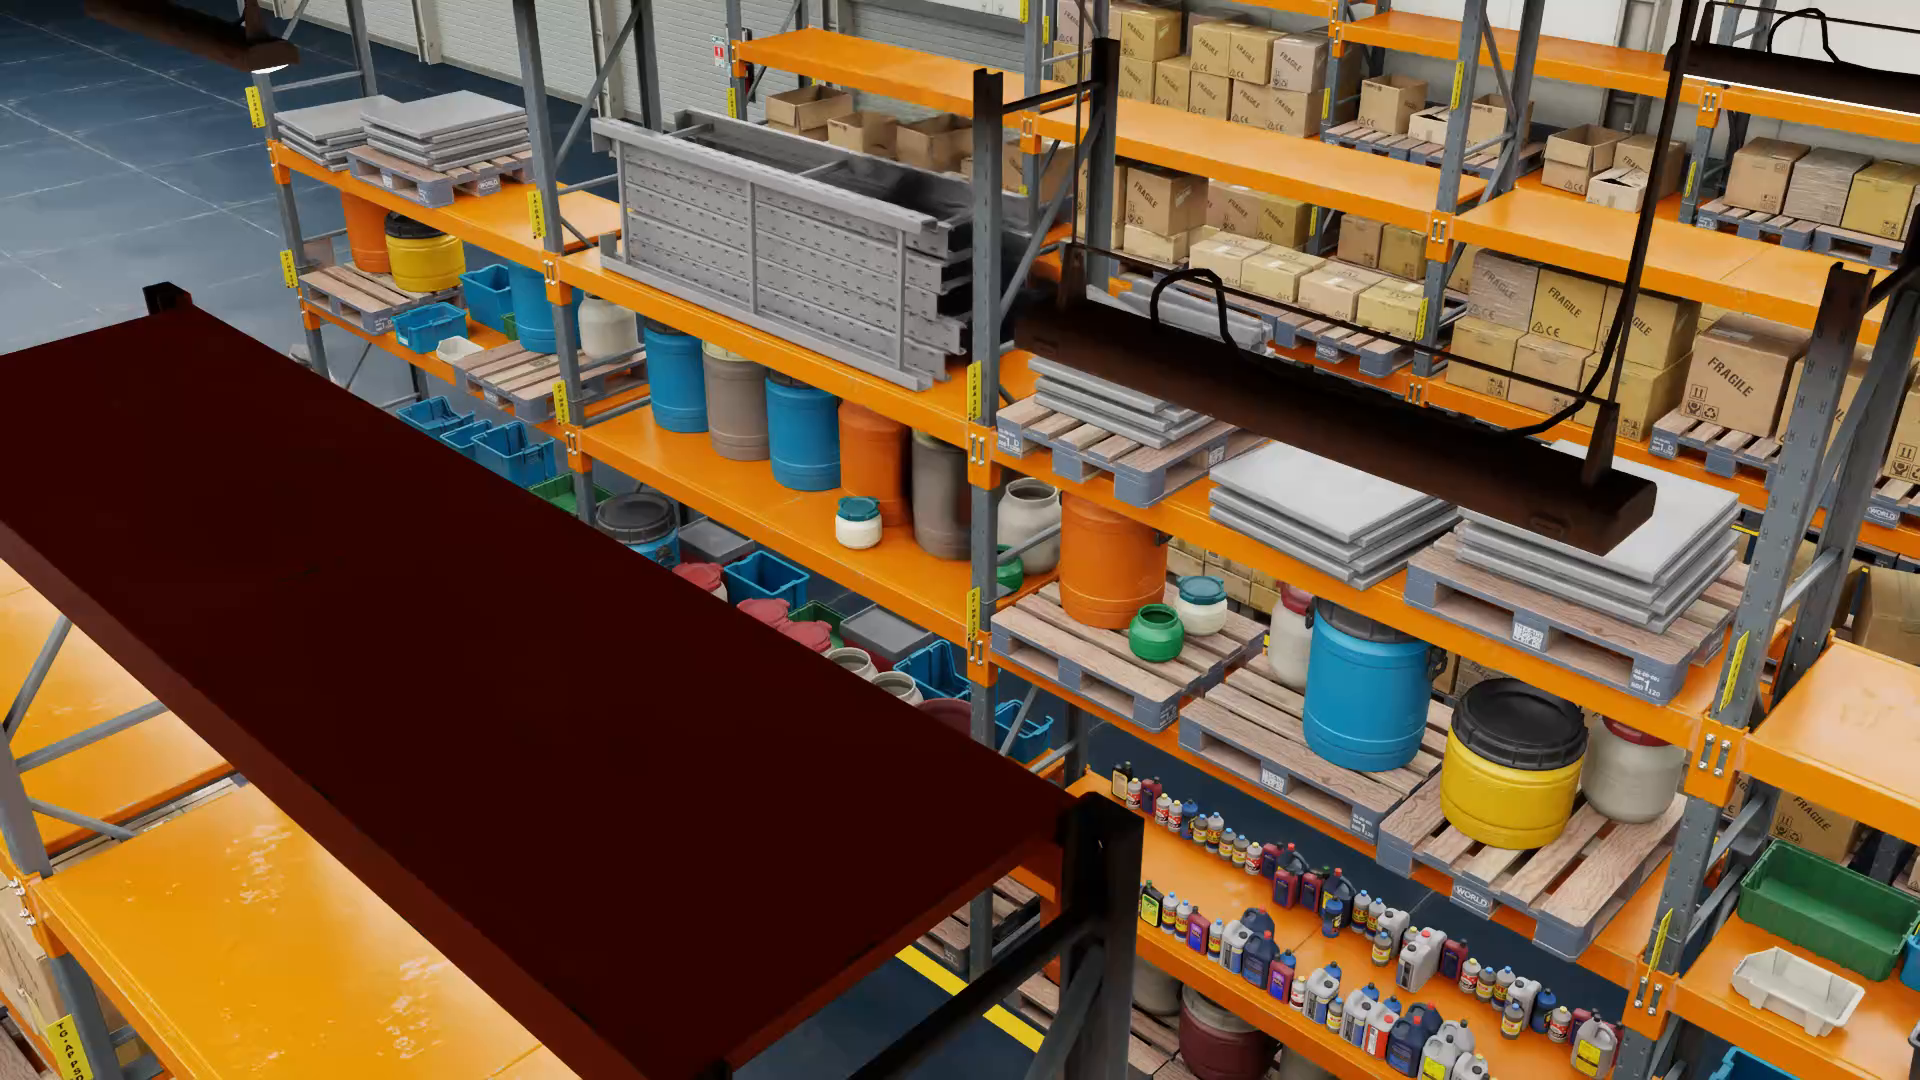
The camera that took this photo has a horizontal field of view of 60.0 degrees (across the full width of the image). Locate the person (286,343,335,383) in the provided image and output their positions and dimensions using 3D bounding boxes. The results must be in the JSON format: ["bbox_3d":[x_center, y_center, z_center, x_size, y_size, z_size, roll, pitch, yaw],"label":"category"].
[{"bbox_3d":[-6.479,-1.188,16.645,0.553,1.677,0.651,-3,30,-6],"label":"person"}]
